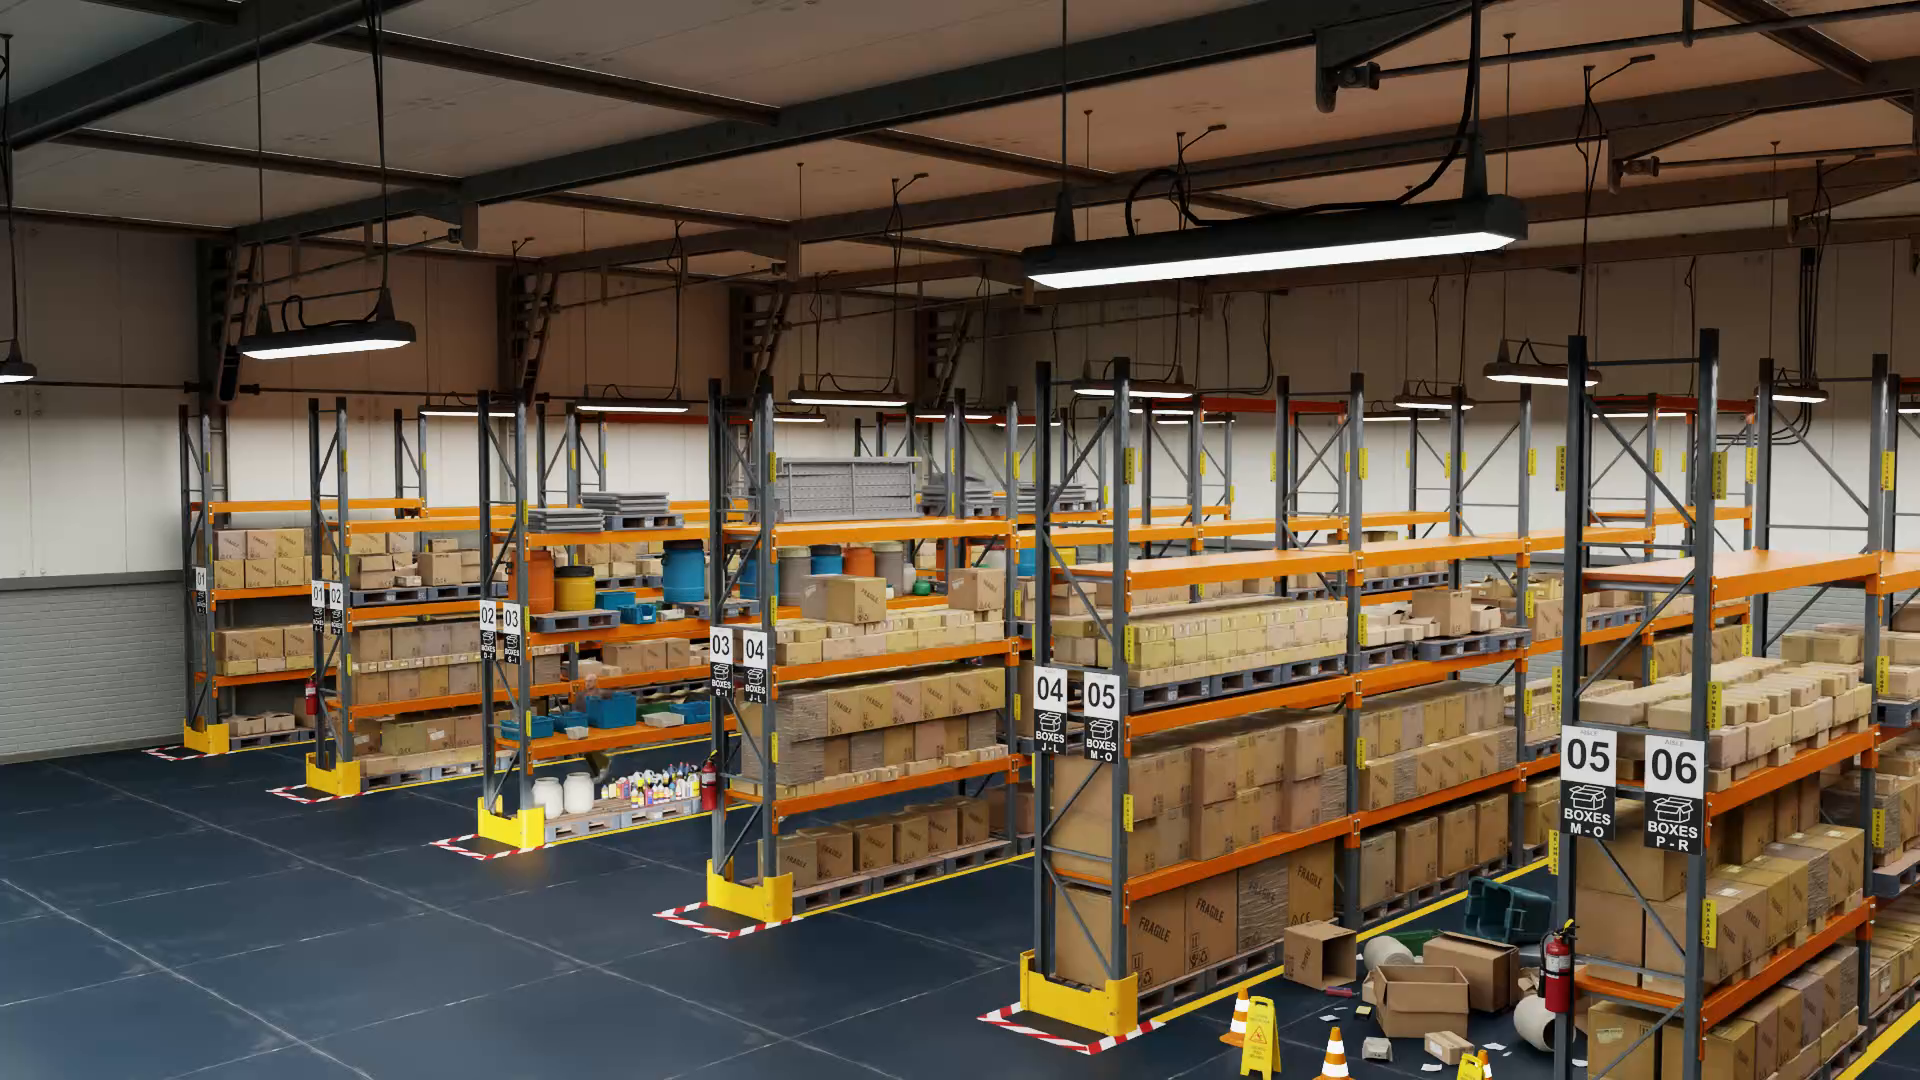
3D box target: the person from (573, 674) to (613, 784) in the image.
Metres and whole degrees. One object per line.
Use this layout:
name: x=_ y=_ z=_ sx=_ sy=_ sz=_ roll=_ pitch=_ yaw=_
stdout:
person: x=-5.701 y=2.937 z=25.772 sx=0.690 sy=1.733 sz=0.715 roll=1 pitch=3 yaw=20

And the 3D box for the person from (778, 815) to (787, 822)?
person: x=-2.601 y=3.179 z=22.882 sx=0.526 sy=1.508 sz=0.822 roll=1 pitch=3 yaw=22
